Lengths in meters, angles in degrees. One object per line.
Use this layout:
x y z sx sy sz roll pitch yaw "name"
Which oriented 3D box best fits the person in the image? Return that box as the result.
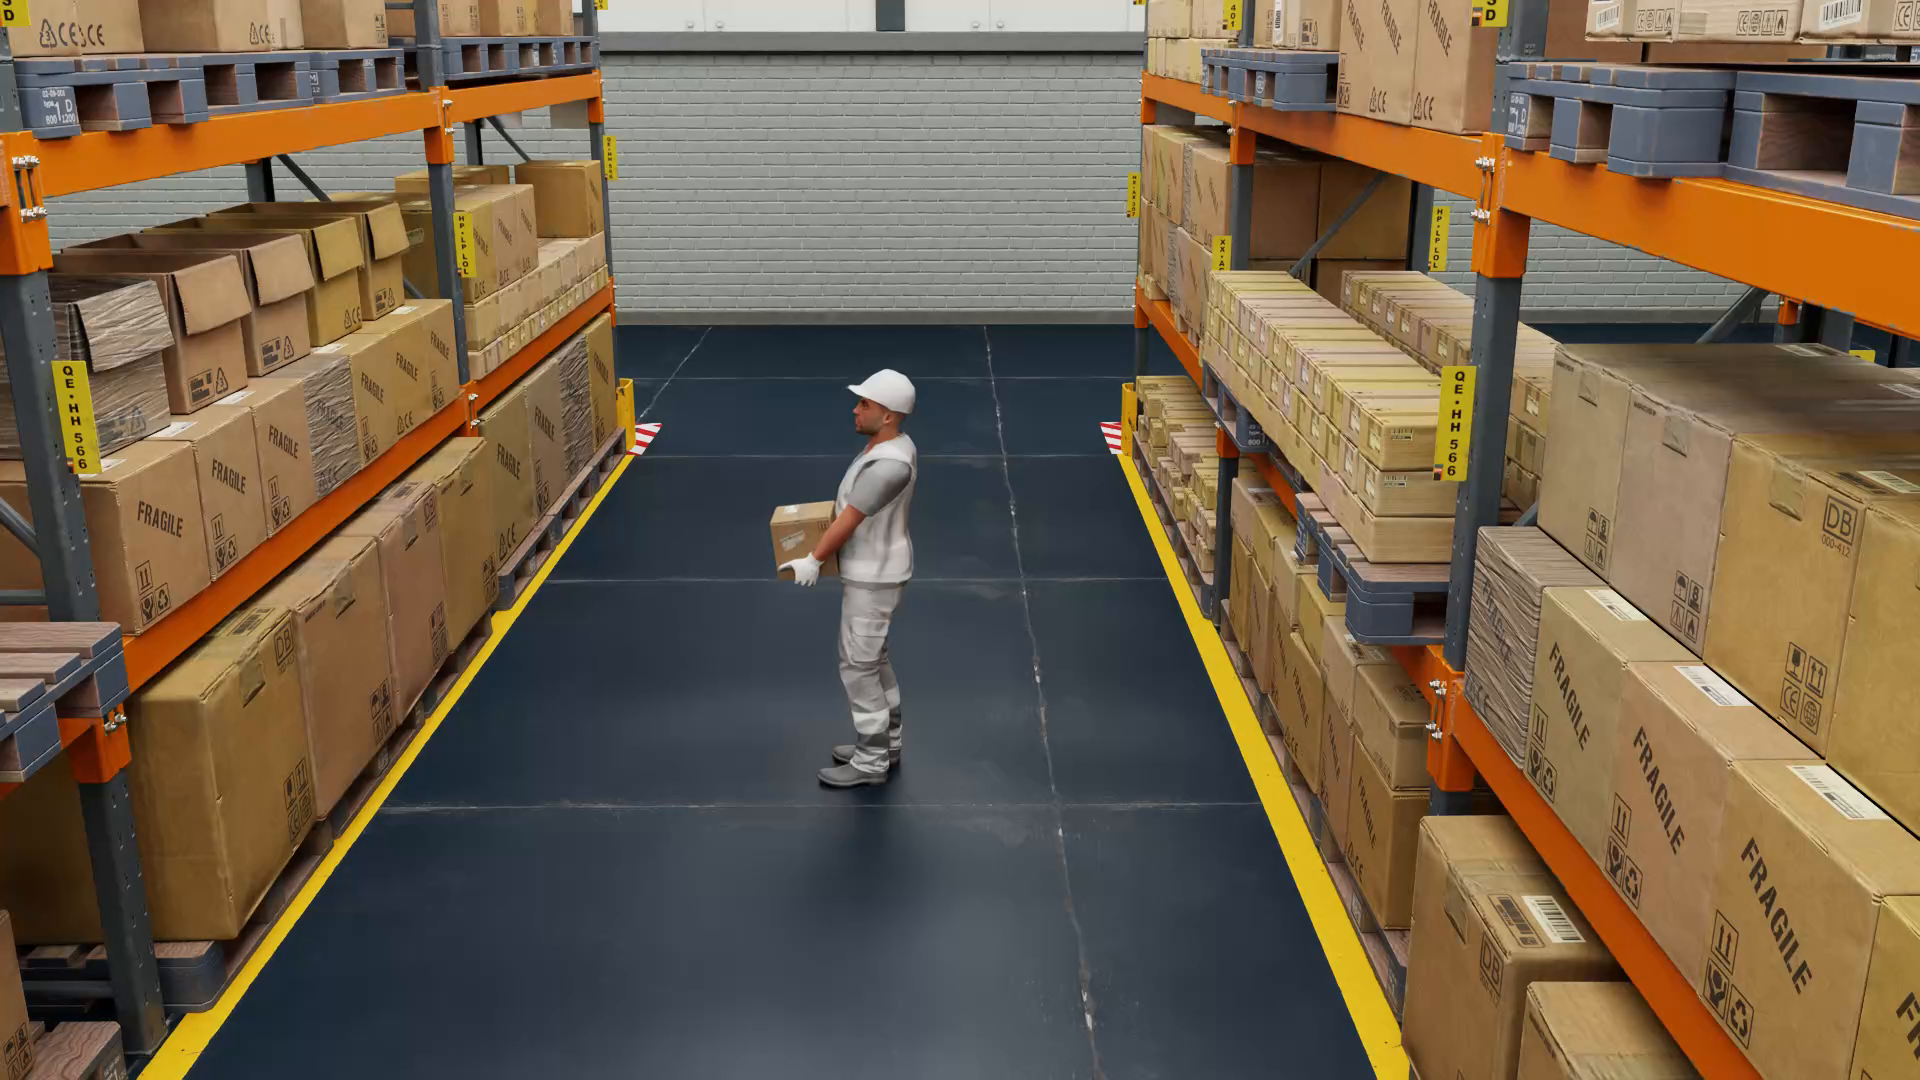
-0.463 0.166 6.969 0.570 1.782 0.493 0 17 0 "person"
